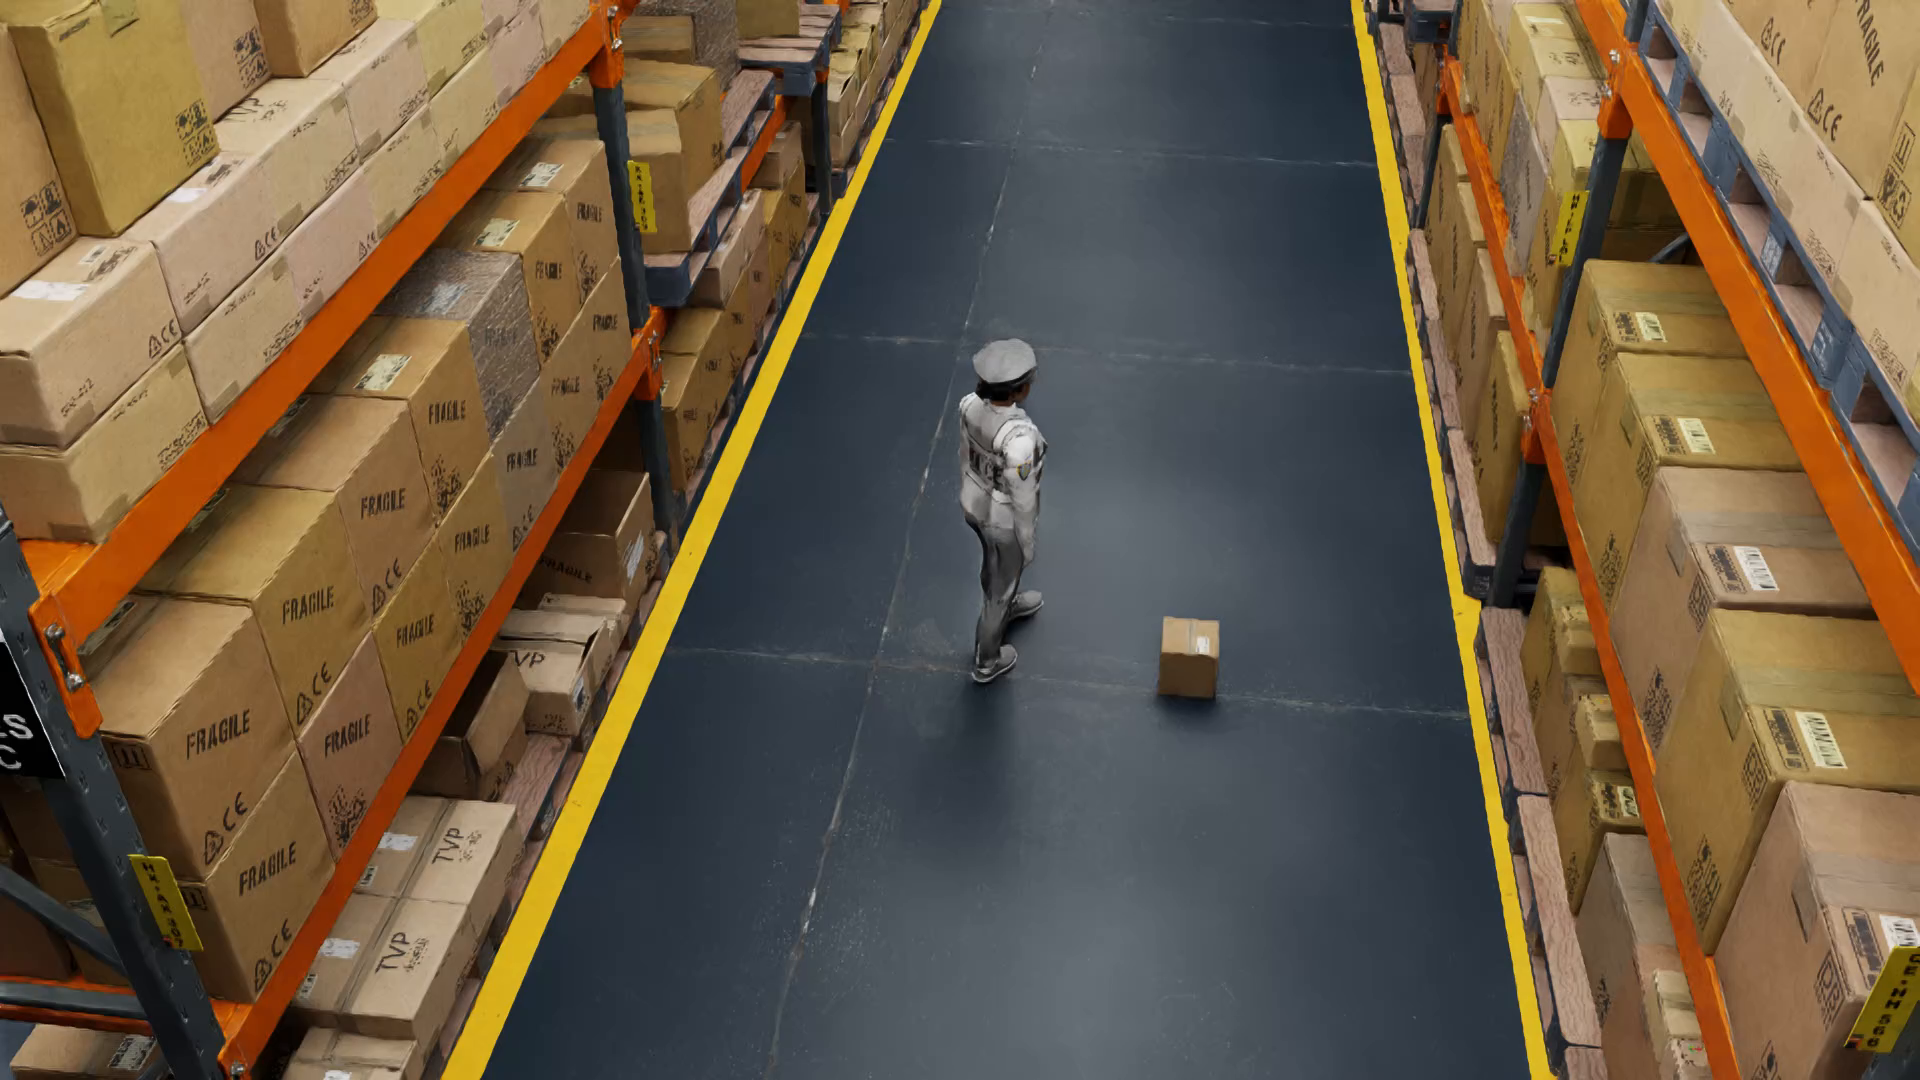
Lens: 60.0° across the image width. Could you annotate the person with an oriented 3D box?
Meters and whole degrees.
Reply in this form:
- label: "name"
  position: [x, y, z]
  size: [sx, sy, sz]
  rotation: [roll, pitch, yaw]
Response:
- label: "person"
  position: [0.263, -0.157, 7.230]
  size: [0.579, 1.679, 0.529]
  rotation: [-22, 42, -27]
